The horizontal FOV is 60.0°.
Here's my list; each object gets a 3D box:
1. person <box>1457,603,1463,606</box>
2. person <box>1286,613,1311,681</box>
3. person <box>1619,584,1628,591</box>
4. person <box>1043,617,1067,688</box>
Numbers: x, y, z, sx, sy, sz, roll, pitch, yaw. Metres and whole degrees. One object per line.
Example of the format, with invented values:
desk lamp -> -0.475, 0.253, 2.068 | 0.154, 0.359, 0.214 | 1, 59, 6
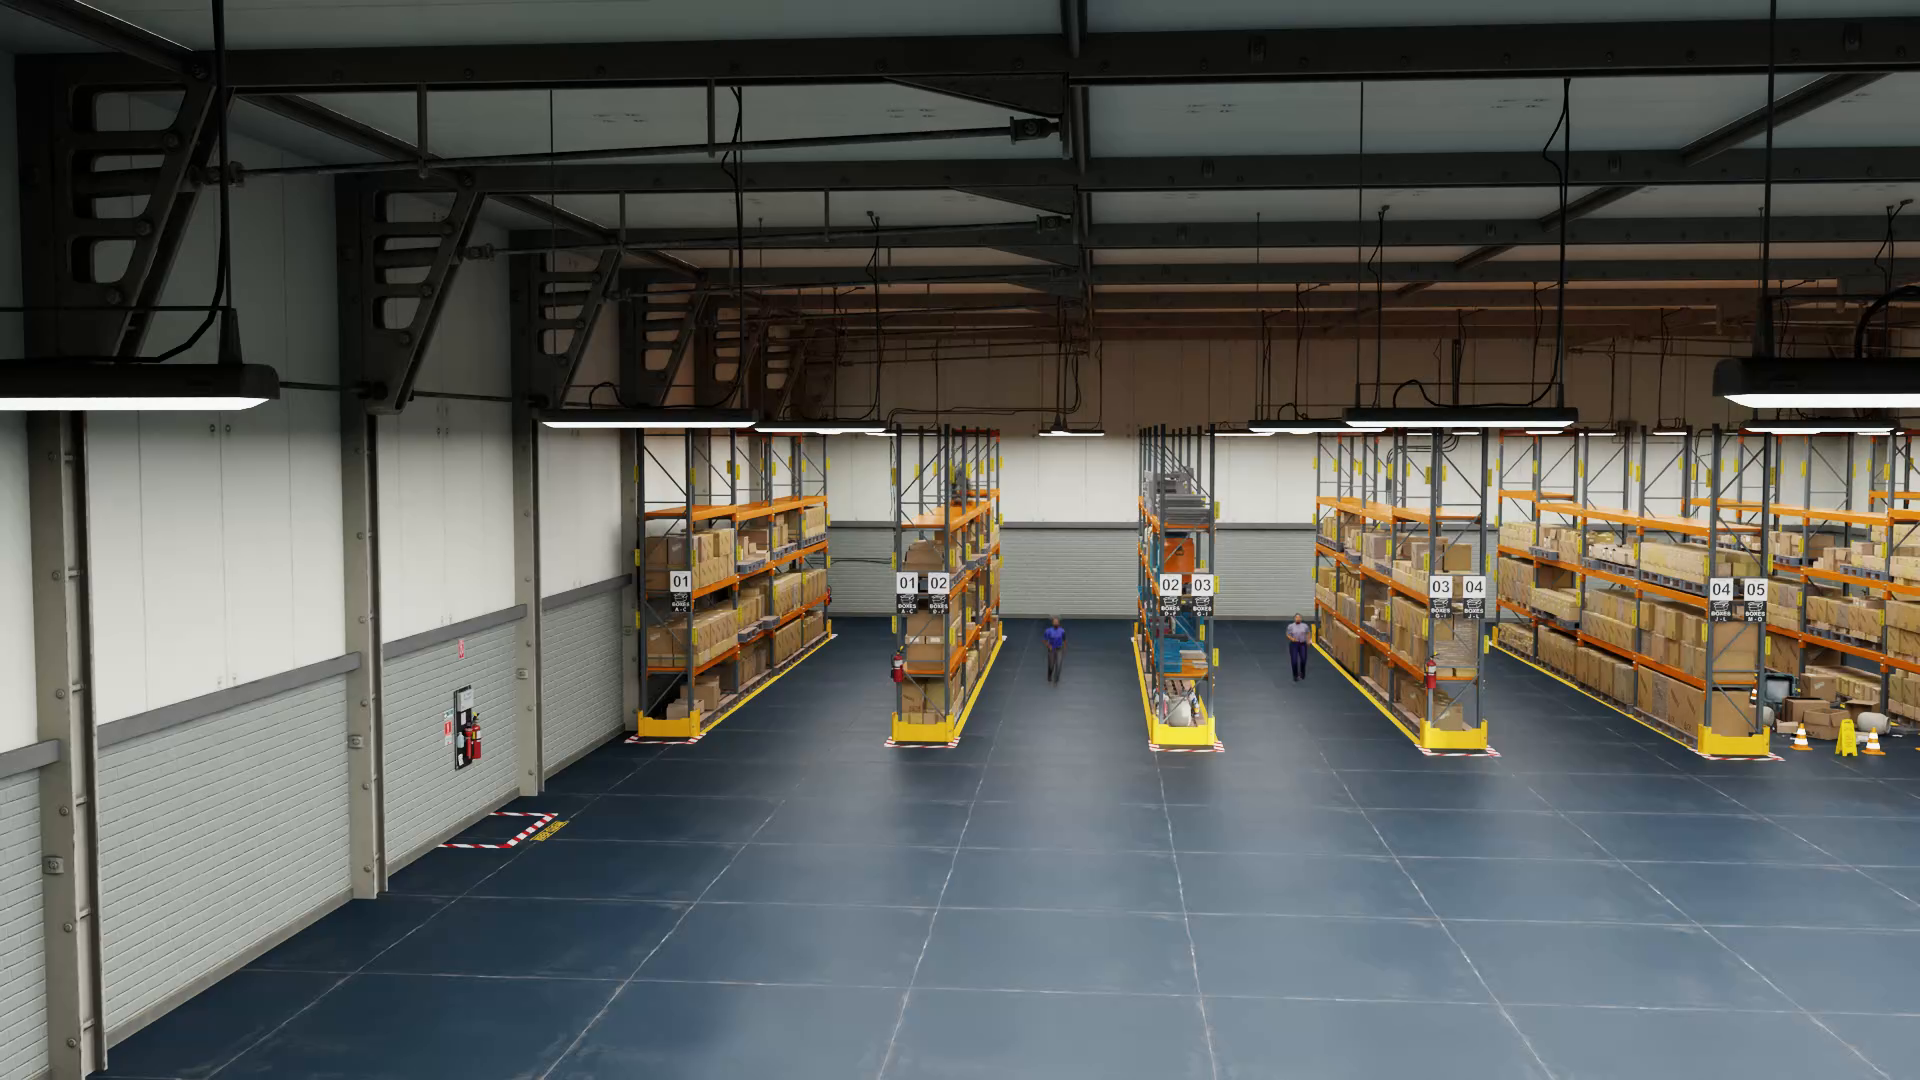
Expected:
person -> 13.502, 2.121, 44.334 | 0.680, 1.794, 0.990 | 1, 4, 11
person -> 7.981, 2.531, 39.174 | 0.593, 1.609, 0.577 | 0, 3, 6
person -> 18.837, 2.009, 47.275 | 0.607, 1.693, 0.651 | 1, 4, 11
person -> 2.206, 2.582, 38.380 | 0.563, 1.609, 0.588 | 0, 3, -6
